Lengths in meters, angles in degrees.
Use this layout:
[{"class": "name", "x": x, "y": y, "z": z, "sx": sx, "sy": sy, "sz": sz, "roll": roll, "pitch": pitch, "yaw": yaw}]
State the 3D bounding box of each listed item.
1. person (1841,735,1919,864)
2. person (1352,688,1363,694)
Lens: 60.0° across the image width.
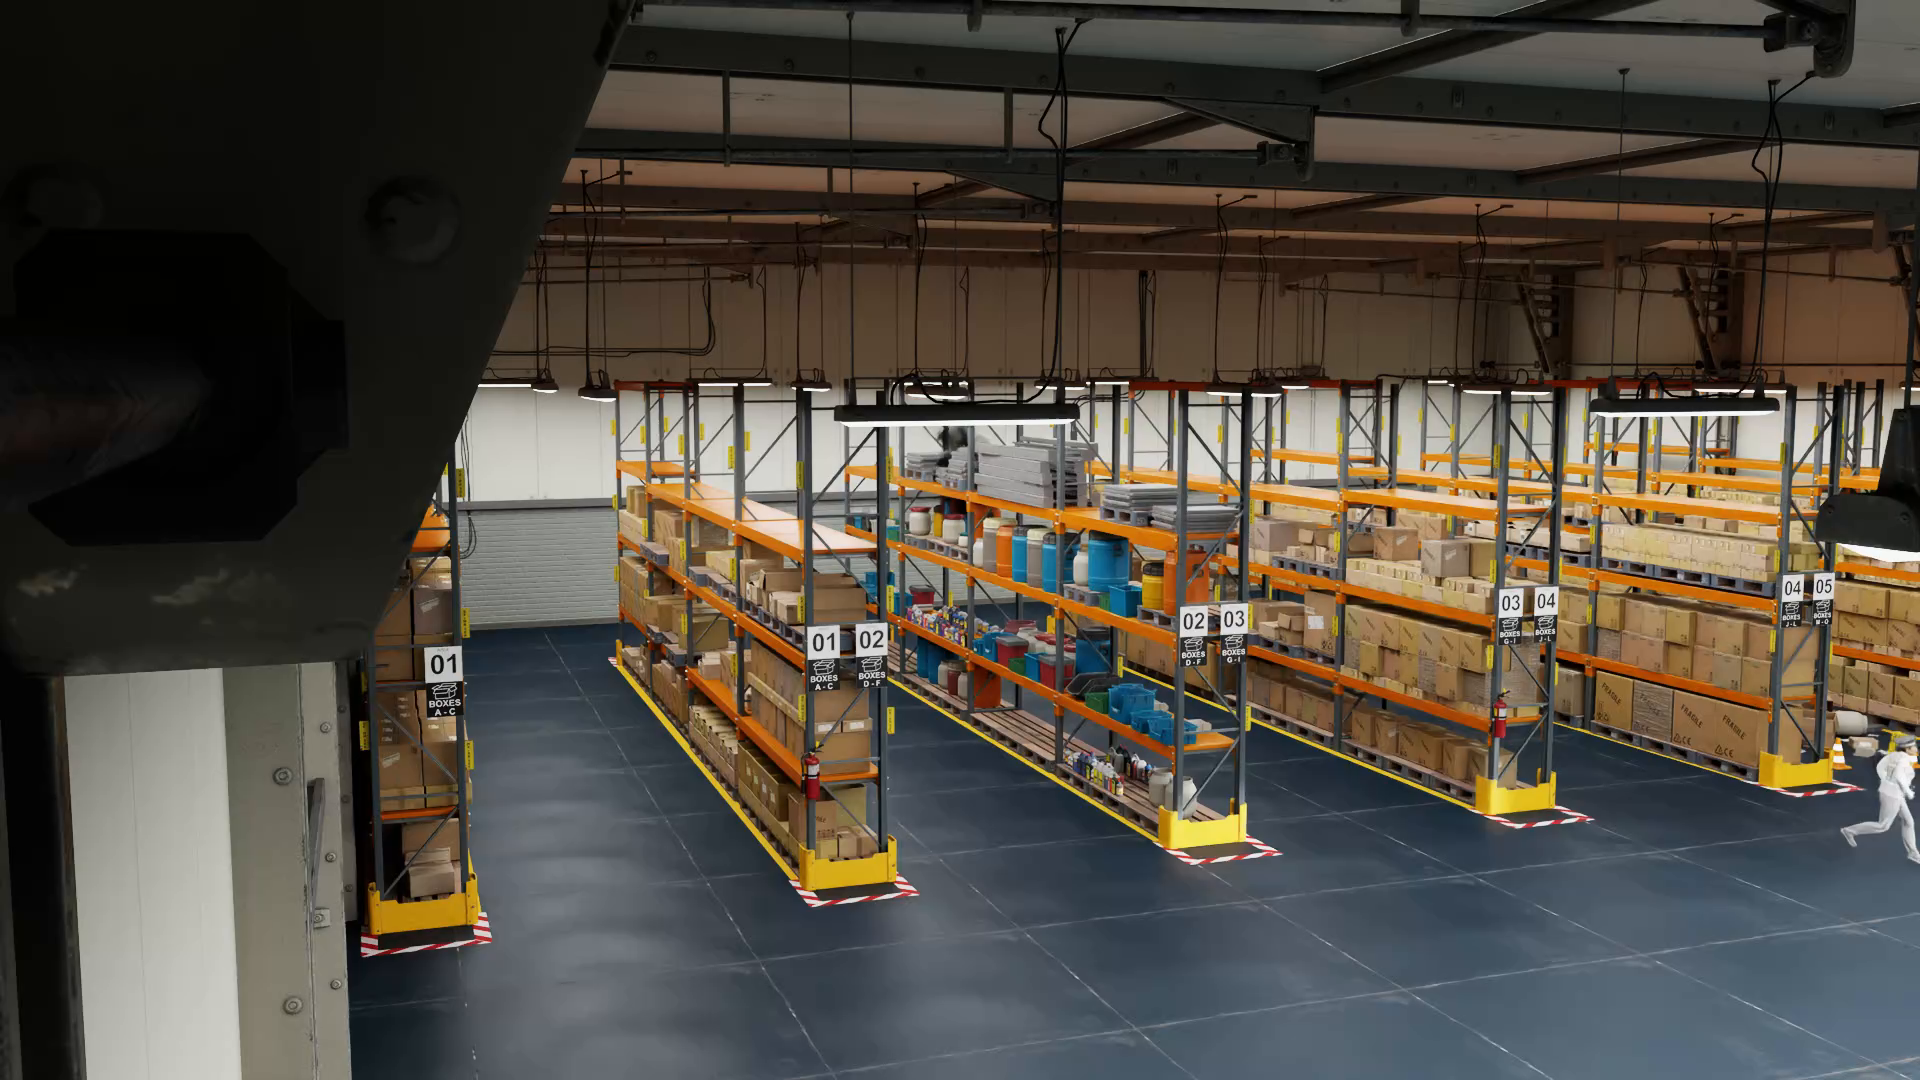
[{"class": "person", "x": 11.787, "y": 3.289, "z": 21.132, "sx": 1.032, "sy": 1.680, "sz": 0.619, "roll": 2, "pitch": 6, "yaw": 20}, {"class": "person", "x": 7.593, "y": 2.118, "z": 32.072, "sx": 0.577, "sy": 1.651, "sz": 0.624, "roll": -3, "pitch": 7, "yaw": -26}]
